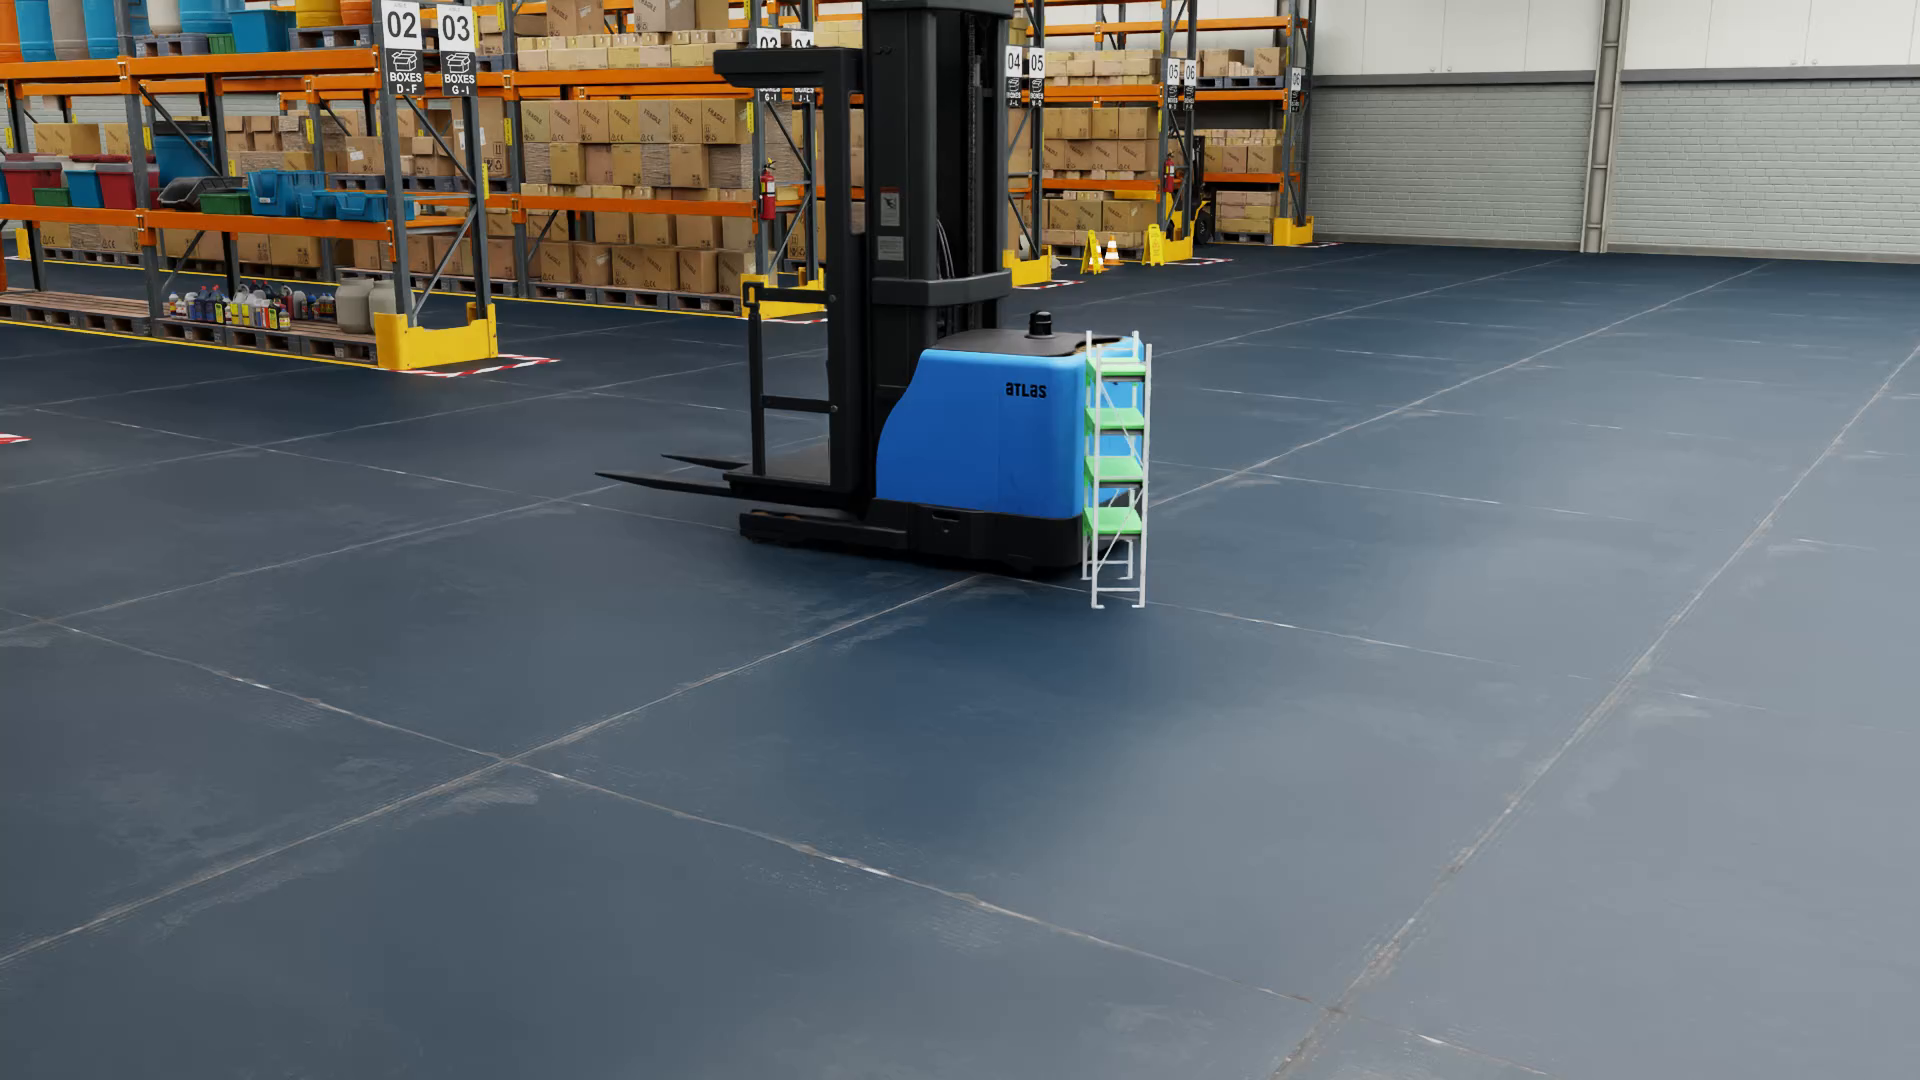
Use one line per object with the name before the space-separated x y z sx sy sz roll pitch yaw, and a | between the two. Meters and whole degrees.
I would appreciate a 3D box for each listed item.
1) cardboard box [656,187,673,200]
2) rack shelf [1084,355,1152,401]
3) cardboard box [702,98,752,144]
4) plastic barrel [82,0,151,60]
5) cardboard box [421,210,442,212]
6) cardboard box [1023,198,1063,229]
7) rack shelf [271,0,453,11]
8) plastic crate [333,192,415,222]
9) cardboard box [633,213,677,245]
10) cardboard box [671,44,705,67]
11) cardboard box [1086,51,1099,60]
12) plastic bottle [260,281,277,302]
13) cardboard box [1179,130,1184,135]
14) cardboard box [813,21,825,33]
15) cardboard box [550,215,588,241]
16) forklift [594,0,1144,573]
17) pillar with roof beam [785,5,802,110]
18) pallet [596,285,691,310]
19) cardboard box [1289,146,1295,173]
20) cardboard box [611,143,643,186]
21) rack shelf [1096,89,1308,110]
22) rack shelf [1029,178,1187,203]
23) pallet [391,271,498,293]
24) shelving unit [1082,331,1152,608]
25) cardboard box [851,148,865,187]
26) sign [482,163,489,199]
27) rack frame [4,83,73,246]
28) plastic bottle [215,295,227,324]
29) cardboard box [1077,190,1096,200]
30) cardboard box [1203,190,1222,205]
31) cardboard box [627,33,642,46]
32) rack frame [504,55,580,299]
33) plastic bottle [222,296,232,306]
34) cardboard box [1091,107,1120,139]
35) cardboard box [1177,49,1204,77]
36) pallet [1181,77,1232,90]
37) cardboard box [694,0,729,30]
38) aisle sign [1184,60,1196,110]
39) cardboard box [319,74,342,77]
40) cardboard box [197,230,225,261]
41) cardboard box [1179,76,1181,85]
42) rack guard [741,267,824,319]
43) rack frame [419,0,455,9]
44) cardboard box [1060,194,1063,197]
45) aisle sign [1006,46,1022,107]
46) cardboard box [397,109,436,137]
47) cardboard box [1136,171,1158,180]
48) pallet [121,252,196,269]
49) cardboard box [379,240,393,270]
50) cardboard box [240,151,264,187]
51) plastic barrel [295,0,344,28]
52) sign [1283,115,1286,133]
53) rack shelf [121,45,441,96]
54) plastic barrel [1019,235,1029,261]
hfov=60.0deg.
cardboard box | -3.411 -4.148 19.860 0.250 0.149 0.380 9 17 33
rack shelf | 0.717 -0.739 7.580 0.258 0.148 0.480 0 14 -1
cardboard box | -2.608 -4.811 19.109 0.500 0.500 0.500 9 17 33
plastic barrel | -8.640 -5.382 17.035 0.708 0.901 0.600 9 17 33
cardboard box | -9.722 -5.962 30.487 0.250 0.149 0.380 9 16 32
cardboard box | 1.417 -5.582 28.417 0.500 0.500 0.500 10 17 36
rack shelf | -10.778 -9.523 30.068 4.000 0.370 1.077 9 17 33
plastic crate | -5.360 -3.056 15.236 0.616 0.251 0.499 9 17 33
cardboard box | -4.617 -5.052 26.798 0.750 0.750 1.050 9 17 34
cardboard box | -2.971 -5.572 19.160 0.500 0.250 0.500 9 17 33
cardboard box | 2.277 -7.943 27.290 0.250 0.149 0.380 9 17 33
plastic bottle | -7.242 -2.530 17.400 0.185 0.351 0.144 8 16 30
cardboard box | 4.394 -7.830 32.035 0.250 0.149 0.380 9 17 33
cardboard box | -1.946 -7.409 24.051 0.250 0.149 0.380 9 17 32
cardboard box | -6.492 -5.183 27.848 0.500 0.500 0.500 9 17 33
forklift | -0.587 -1.491 8.745 3.031 2.935 1.130 7 16 27
pillar with roof beam | -6.150 -11.011 34.575 0.400 9.000 9.100 9 17 33
pallet | -3.739 -3.045 20.684 1.213 0.211 1.003 9 17 33
cardboard box | 6.028 -7.245 31.640 0.500 0.500 0.500 10 17 35
cardboard box | -3.735 -4.569 20.210 0.500 0.500 0.875 9 17 33
rack shelf | 4.625 -8.450 31.969 4.000 0.370 1.077 9 17 33
rack shelf | 1.858 -6.003 28.330 4.000 0.370 1.077 9 17 33
pallet | -6.996 -3.559 22.760 1.213 0.211 1.003 9 17 33
shelving unit | 0.717 -0.335 7.680 0.258 1.200 0.503 0 14 -1
cardboard box | -1.316 -5.481 24.409 0.550 0.550 0.875 9 17 33
sign | -4.467 -3.364 15.596 0.005 0.325 0.100 9 17 33
rack frame | -15.290 -6.254 27.846 0.127 3.000 1.000 9 17 33
plastic bottle | -7.388 -2.306 16.632 0.133 0.283 0.061 10 17 35
cardboard box | 2.158 -5.758 27.779 0.250 0.149 0.380 10 17 34
cardboard box | 4.877 -6.562 31.855 0.500 0.250 0.500 9 17 34
cardboard box | -3.695 -5.882 19.583 0.250 0.149 0.380 8 16 30
rack frame | -5.332 -4.645 21.345 0.127 3.000 1.000 9 17 33
plastic bottle | -7.359 -2.318 16.707 0.097 0.271 0.097 0 14 0
cardboard box | 2.556 -6.857 27.373 0.500 0.500 0.700 9 17 33
cardboard box | 4.523 -9.087 31.751 0.637 0.503 0.797 10 17 35
pallet | 4.696 -8.751 31.874 1.213 0.211 1.003 9 17 33
cardboard box | -3.095 -6.253 19.731 0.500 0.500 0.500 9 17 33
aisle sign | 3.742 -7.400 27.063 0.004 0.787 0.394 9 17 33
cardboard box | -8.404 -6.451 22.709 0.500 0.250 0.500 10 17 34
cardboard box | -10.687 -4.689 25.069 0.875 0.875 1.225 9 16 31
cardboard box | 3.423 -7.528 27.271 0.250 0.149 0.380 9 17 33
rack guard | -2.076 -2.905 19.519 0.348 0.500 1.175 9 17 33
rack frame | -9.119 -9.605 28.898 0.127 3.000 1.000 9 17 33
cardboard box | 2.526 -6.730 33.835 0.625 0.625 0.875 10 17 35
aisle sign | 0.730 -6.276 22.525 0.004 0.787 0.394 9 17 33
cardboard box | -9.660 -7.381 29.488 0.500 0.500 0.500 9 16 31
cardboard box | 3.088 -5.970 27.220 0.250 0.149 0.380 10 17 35
pallet | -12.558 -4.482 26.489 1.213 0.211 1.003 9 17 33
cardboard box | -7.617 -4.024 23.122 0.500 0.500 0.700 8 16 28
cardboard box | -10.042 -5.384 24.121 0.500 0.500 0.500 9 16 31
plastic barrel | -5.795 -5.000 15.270 0.600 0.588 0.600 0 14 0
sign | 5.970 -7.645 30.563 0.005 0.325 0.100 9 17 33
rack shelf | -6.437 -4.496 15.998 4.000 0.370 1.077 9 17 33
plastic barrel | 0.959 -4.809 27.369 0.512 0.421 0.421 -4 14 -16
